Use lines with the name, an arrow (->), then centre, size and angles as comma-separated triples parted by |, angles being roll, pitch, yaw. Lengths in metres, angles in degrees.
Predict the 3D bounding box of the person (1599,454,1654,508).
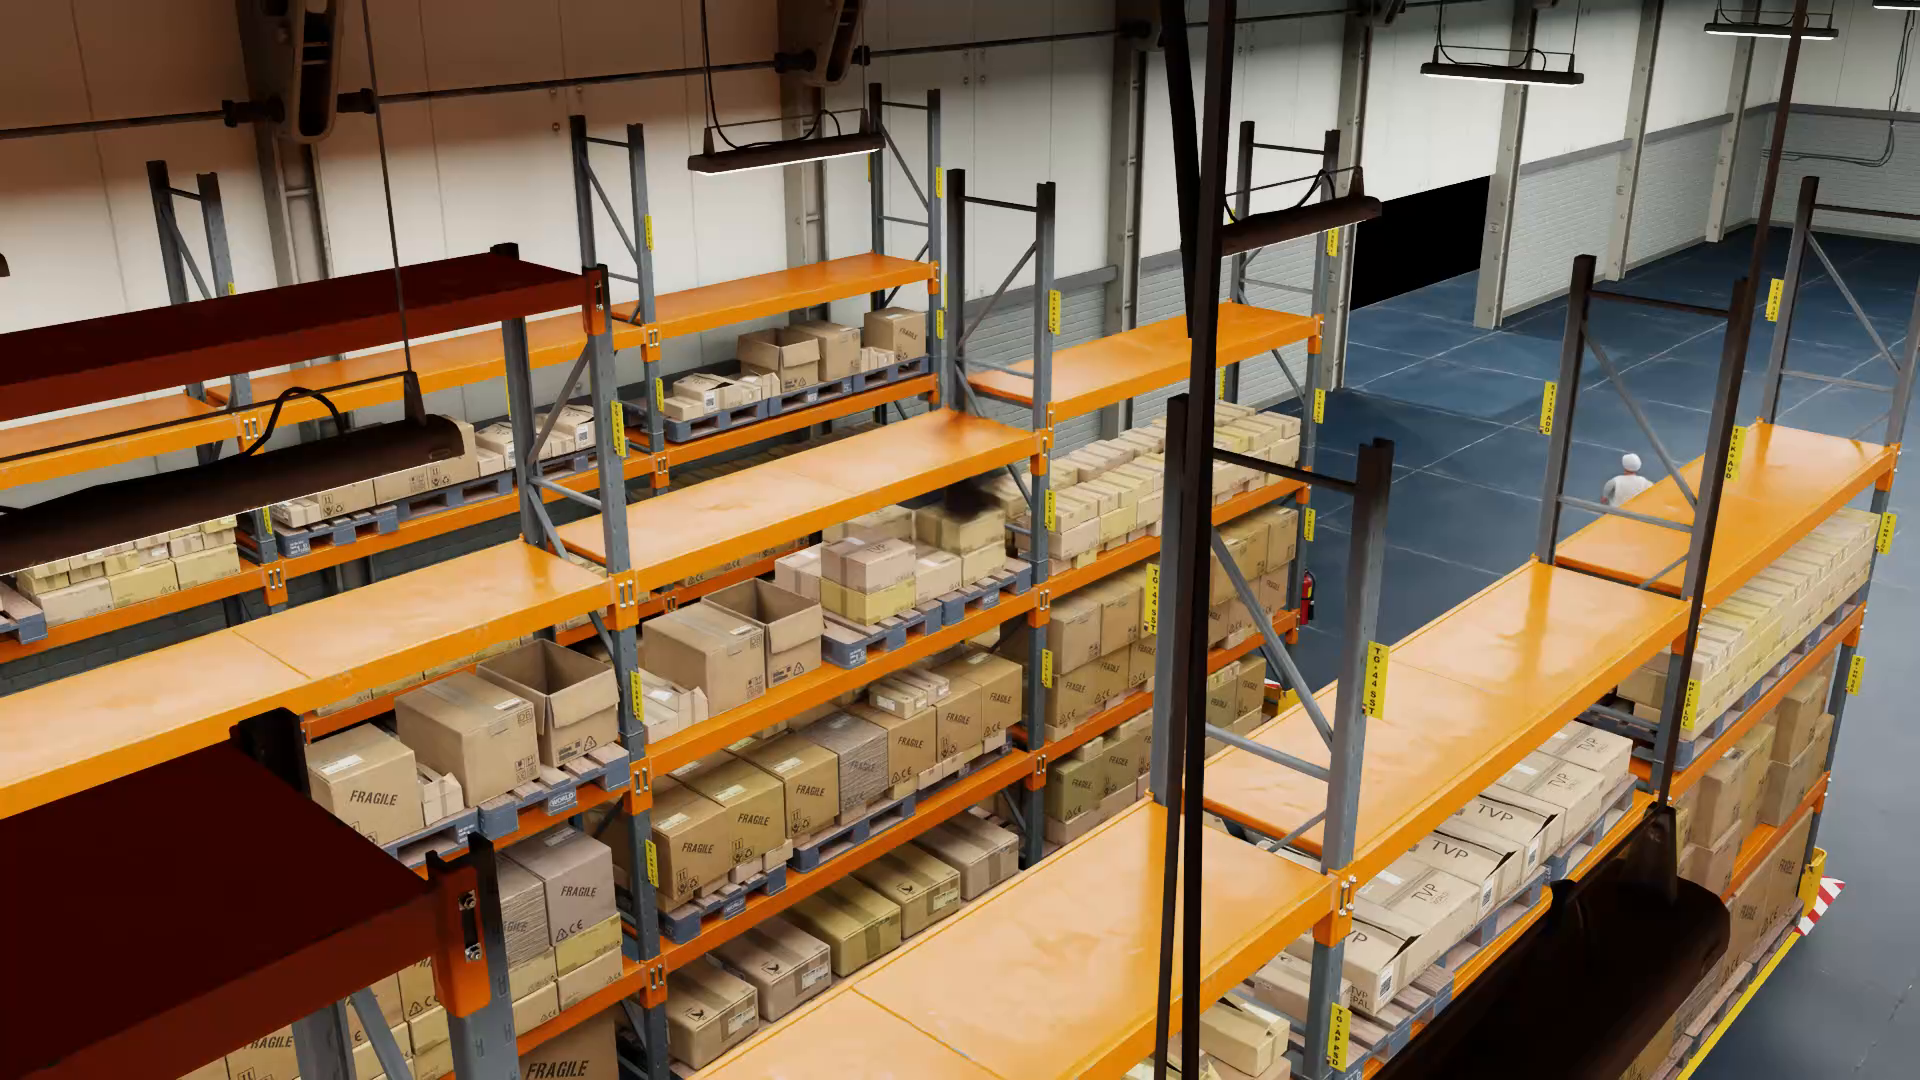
person -> 7.976, -0.175, 20.042 | 0.642, 1.816, 0.738 | -1, 21, -2
